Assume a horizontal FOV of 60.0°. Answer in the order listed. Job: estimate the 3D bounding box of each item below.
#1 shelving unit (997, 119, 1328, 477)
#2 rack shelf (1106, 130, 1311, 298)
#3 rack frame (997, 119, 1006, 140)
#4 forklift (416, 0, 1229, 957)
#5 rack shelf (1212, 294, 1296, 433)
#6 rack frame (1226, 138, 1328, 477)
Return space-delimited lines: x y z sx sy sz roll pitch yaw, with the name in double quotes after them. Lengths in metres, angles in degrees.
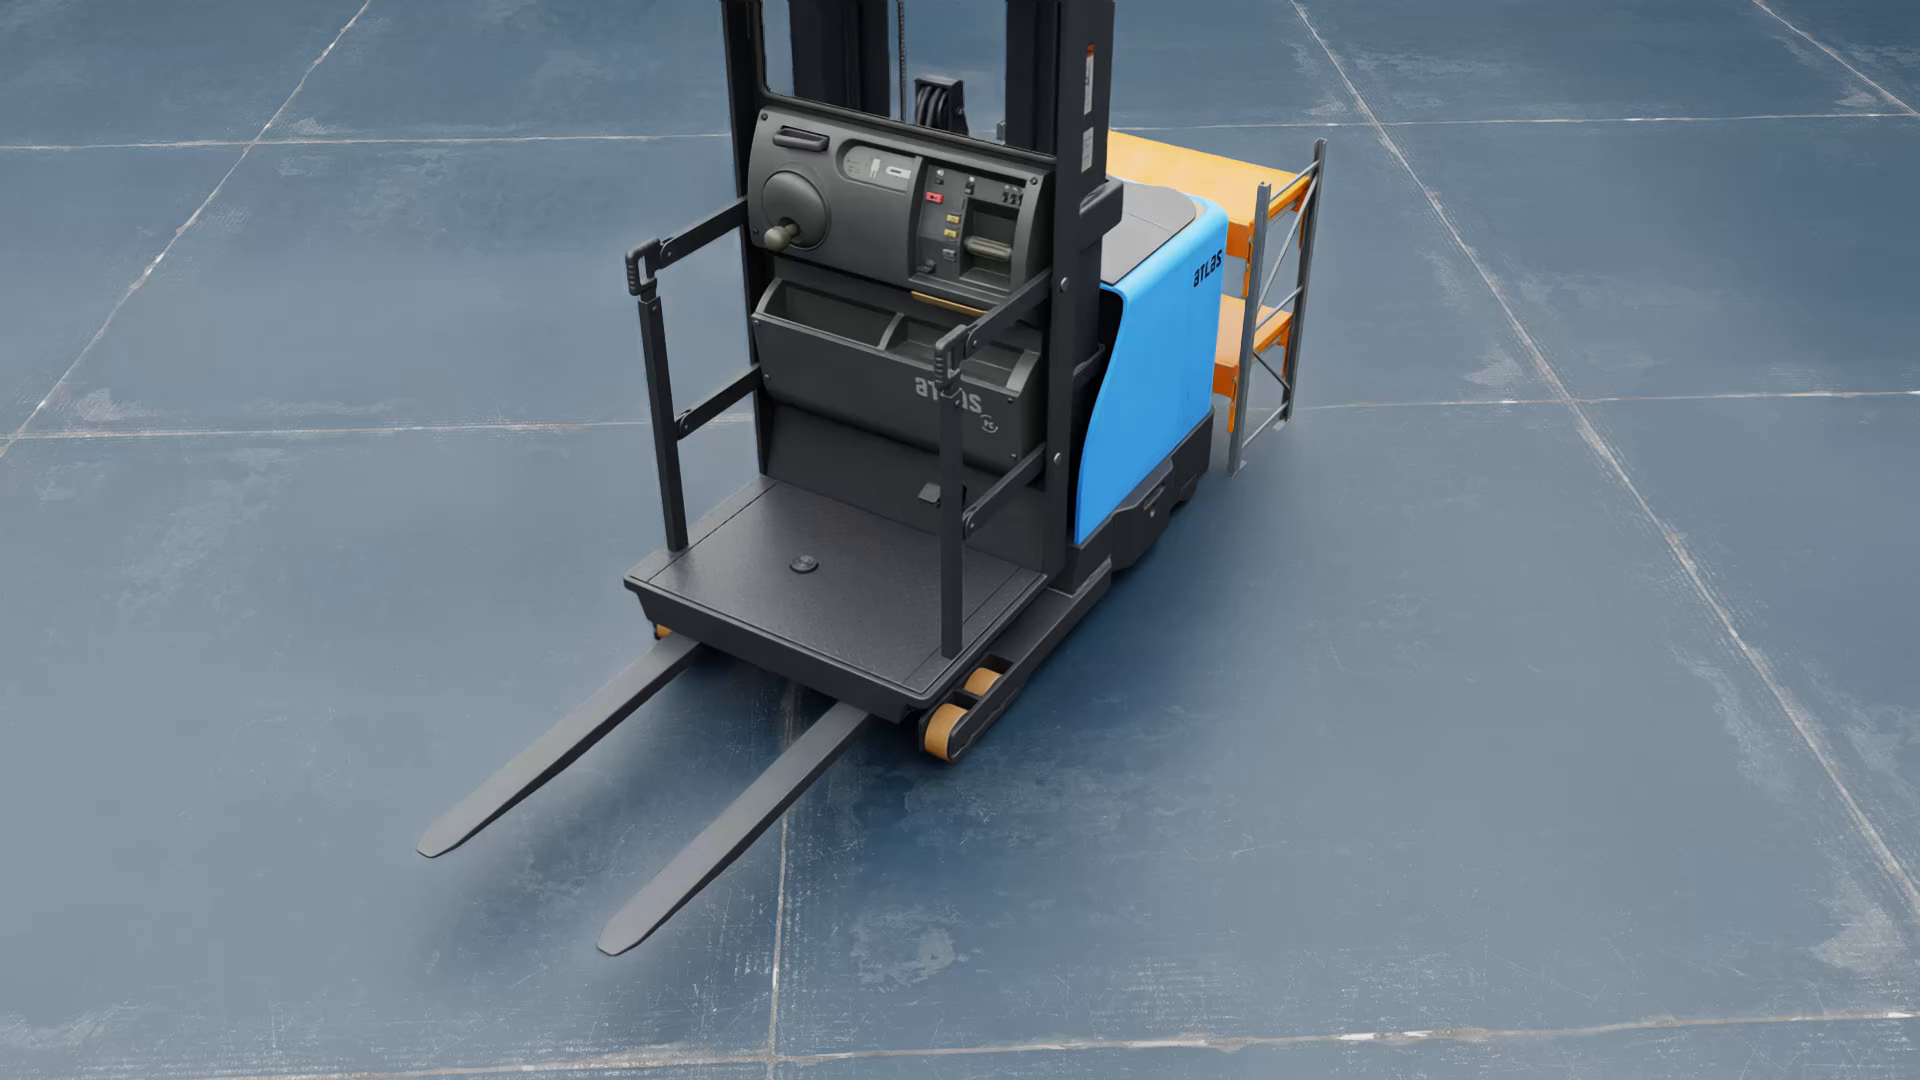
0.707 -0.978 6.175 1.048 1.125 0.538 21 40 27 "shelving unit"
0.707 -1.219 6.008 1.000 0.278 0.538 21 40 27 "rack shelf"
0.284 -1.139 6.407 0.032 1.125 0.500 21 40 27 "rack frame"
-0.304 -0.868 4.429 1.130 2.935 3.031 19 39 26 "forklift"
0.707 -0.777 6.314 1.000 0.278 0.538 21 40 27 "rack shelf"
1.129 -0.817 5.942 0.032 1.125 0.500 21 40 27 "rack frame"
